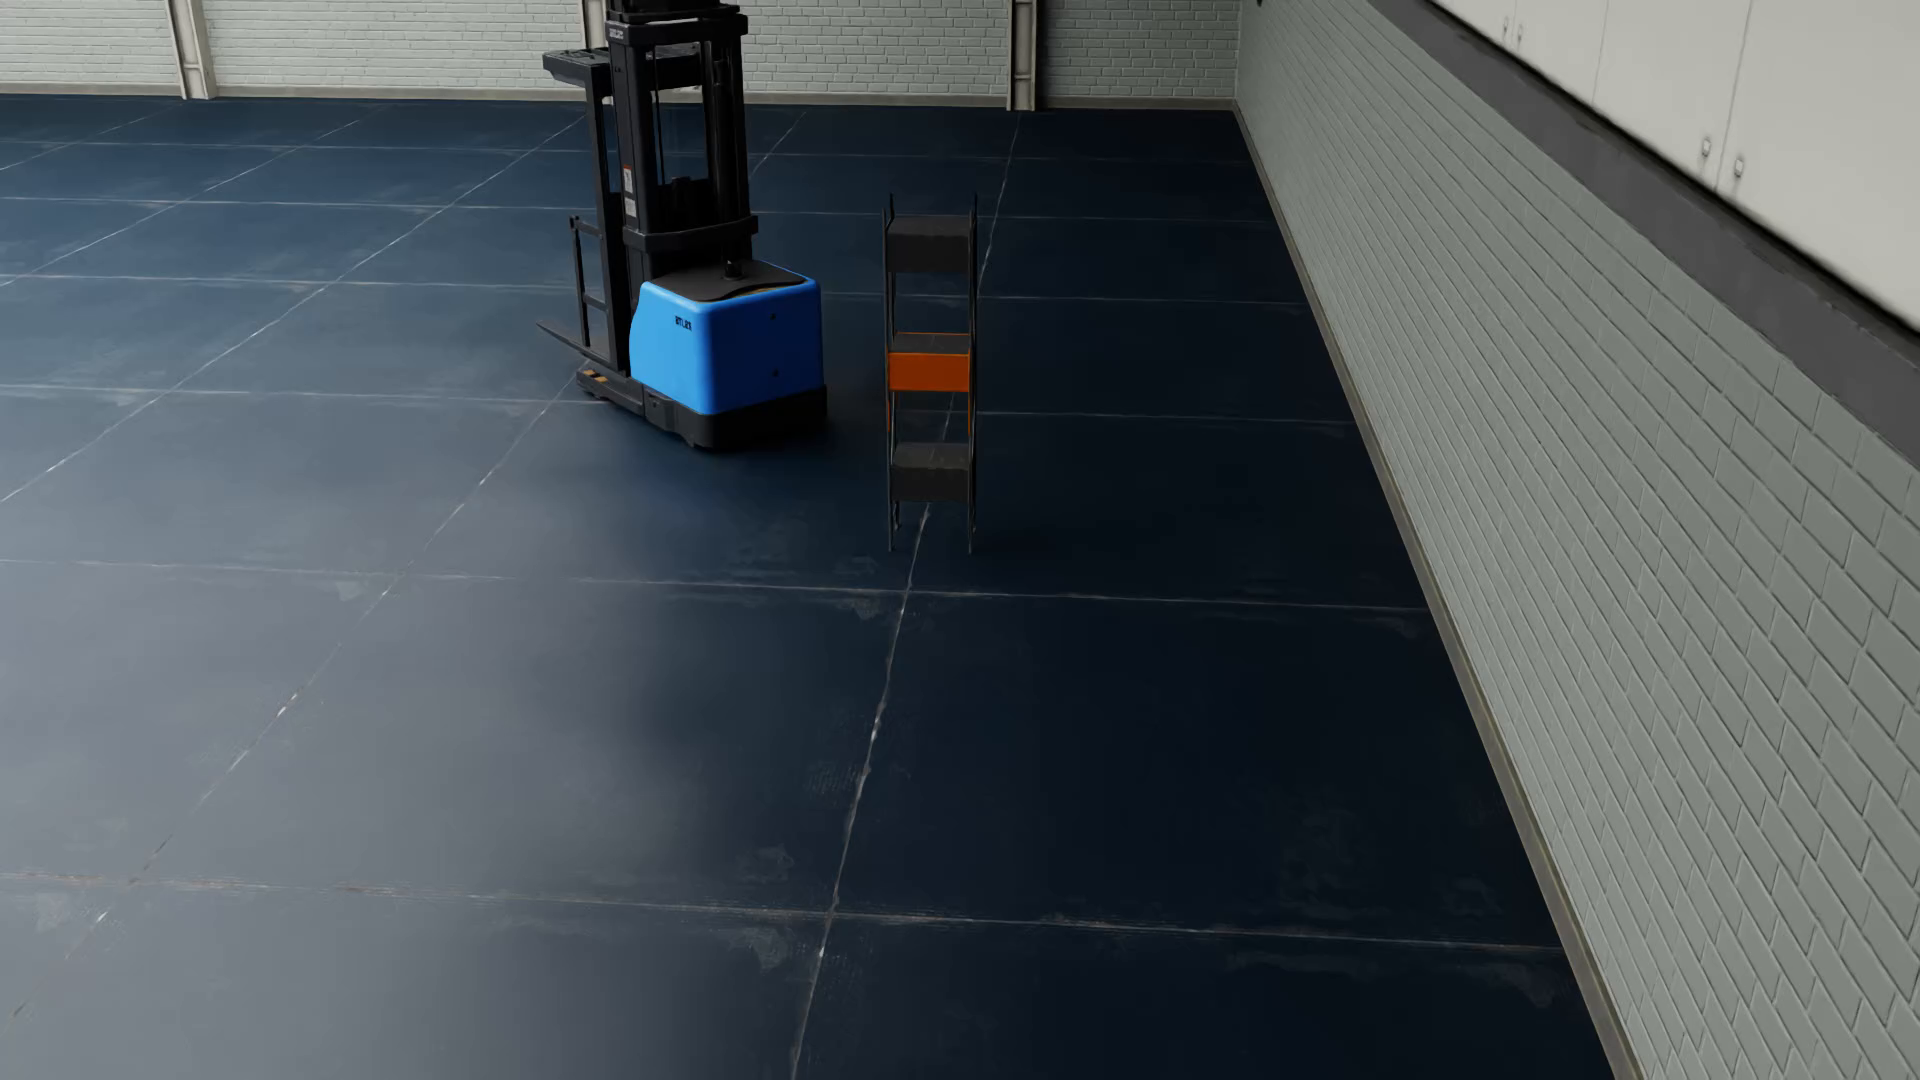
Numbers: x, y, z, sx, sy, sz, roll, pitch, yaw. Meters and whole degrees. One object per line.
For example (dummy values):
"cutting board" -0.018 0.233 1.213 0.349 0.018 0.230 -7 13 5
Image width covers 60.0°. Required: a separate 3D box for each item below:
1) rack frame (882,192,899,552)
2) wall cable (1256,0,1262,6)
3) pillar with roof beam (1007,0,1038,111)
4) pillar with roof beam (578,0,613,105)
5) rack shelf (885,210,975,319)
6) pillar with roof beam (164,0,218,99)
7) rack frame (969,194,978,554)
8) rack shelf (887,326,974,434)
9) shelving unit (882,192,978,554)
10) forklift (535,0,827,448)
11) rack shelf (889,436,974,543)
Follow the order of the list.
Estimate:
"rack frame" -0.408 -0.967 9.840 0.015 2.100 0.400 2 25 4
"wall cable" 3.702 -8.119 20.843 0.112 2.526 3.097 2 25 4
"pillar with roof beam" 0.536 -8.381 17.698 0.400 9.000 9.100 2 25 4
"pillar with roof beam" -5.446 -8.573 18.115 0.400 9.000 9.100 2 25 4
"rack shelf" -0.165 -1.583 9.536 0.480 0.518 0.431 2 25 4
"pillar with roof beam" -11.428 -8.765 18.532 0.400 9.000 9.100 2 25 4
"rack frame" 0.078 -0.951 9.806 0.015 2.100 0.400 2 25 4
"rack shelf" -0.165 -0.947 9.828 0.480 0.518 0.431 2 25 4
"shelving unit" -0.165 -0.959 9.823 0.503 2.100 0.431 2 25 4
"forklift" -2.273 -2.515 12.209 1.130 2.935 3.031 -19 31 -35
"rack shelf" -0.165 -0.311 10.121 0.480 0.518 0.431 2 25 4
